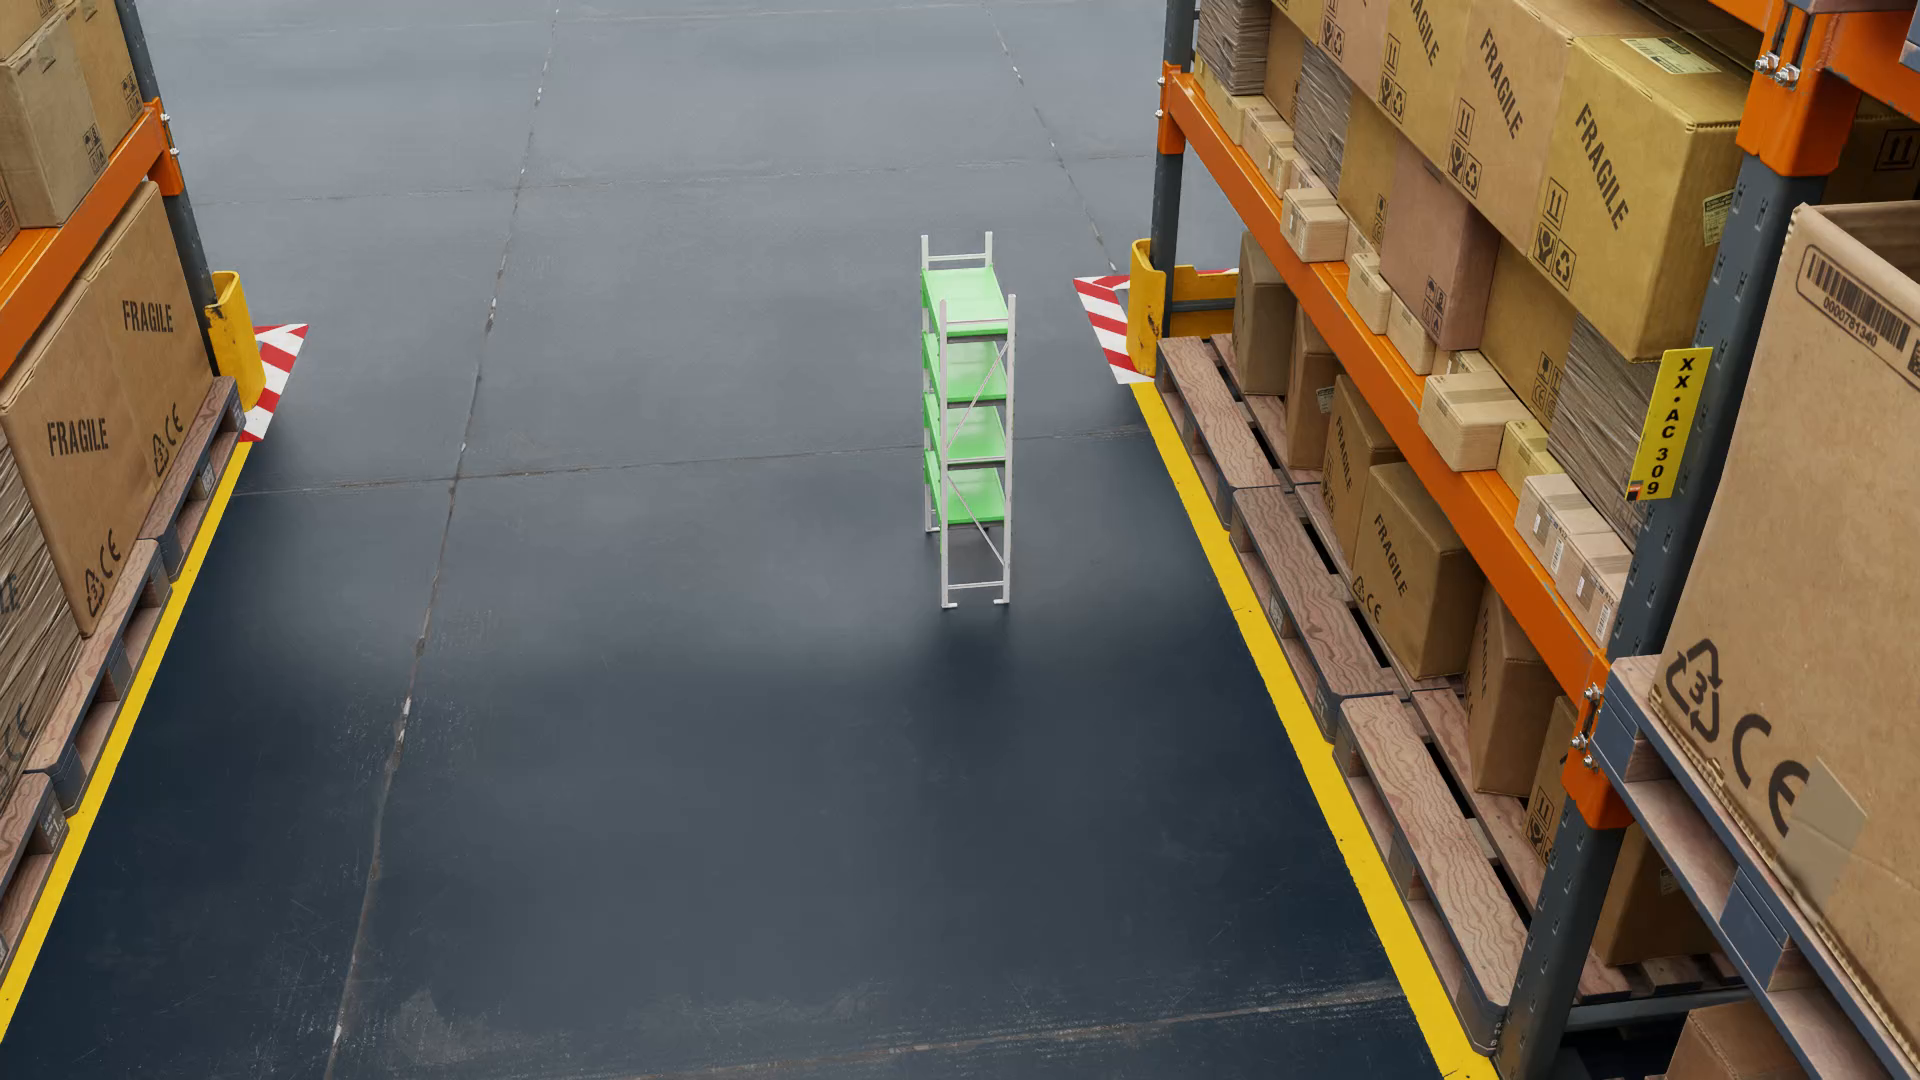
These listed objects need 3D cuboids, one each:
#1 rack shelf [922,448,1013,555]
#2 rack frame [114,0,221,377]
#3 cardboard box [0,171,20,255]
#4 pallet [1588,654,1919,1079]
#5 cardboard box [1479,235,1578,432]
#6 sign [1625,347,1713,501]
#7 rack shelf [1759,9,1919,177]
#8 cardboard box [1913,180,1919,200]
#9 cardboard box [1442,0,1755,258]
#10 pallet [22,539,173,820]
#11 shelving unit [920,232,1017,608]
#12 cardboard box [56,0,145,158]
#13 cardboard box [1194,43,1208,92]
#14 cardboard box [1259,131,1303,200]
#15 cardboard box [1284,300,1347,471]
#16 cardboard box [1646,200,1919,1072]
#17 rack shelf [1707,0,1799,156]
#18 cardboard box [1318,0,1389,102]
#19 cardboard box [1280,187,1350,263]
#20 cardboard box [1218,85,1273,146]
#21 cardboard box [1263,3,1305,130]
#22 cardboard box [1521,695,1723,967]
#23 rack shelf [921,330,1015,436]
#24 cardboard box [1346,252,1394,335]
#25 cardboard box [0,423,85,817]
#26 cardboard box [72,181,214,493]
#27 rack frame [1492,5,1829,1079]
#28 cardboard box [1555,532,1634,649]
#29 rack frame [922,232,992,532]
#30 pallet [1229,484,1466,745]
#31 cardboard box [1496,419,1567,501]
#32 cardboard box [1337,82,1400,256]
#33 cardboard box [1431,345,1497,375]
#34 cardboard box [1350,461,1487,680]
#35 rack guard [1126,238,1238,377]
[{"bbox_3d":[0.022,-0.152,5.948,0.258,0.148,0.480,-4,35,-6],"label":"rack shelf"},{"bbox_3d":[-3.593,-1.815,6.250,1.000,3.000,0.127,-4,35,-6],"label":"rack frame"},{"bbox_3d":[-3.452,-1.046,4.988,0.875,0.550,0.550,-4,35,-6],"label":"cardboard box"},{"bbox_3d":[1.832,0.615,2.855,1.003,0.211,1.213,-4,35,-6],"label":"pallet"},{"bbox_3d":[1.842,-0.604,4.120,0.875,0.500,0.500,-4,35,-6],"label":"cardboard box"},{"bbox_3d":[1.337,-0.215,3.133,0.100,0.325,0.005,-4,35,-6],"label":"sign"},{"bbox_3d":[2.142,0.272,1.163,1.077,0.370,4.000,-4,35,-6],"label":"rack shelf"},{"bbox_3d":[2.065,-0.750,3.446,0.500,0.500,0.500,-4,35,-6],"label":"cardboard box"},{"bbox_3d":[1.471,-0.989,3.797,0.500,0.500,0.500,-4,35,-6],"label":"cardboard box"},{"bbox_3d":[-3.247,0.457,5.392,1.003,0.211,1.213,-4,35,-6],"label":"pallet"},{"bbox_3d":[0.022,-0.403,5.777,0.258,1.200,0.503,-4,35,-6],"label":"shelving unit"},{"bbox_3d":[-3.498,-1.673,5.909,0.875,0.550,0.550,-4,35,-6],"label":"cardboard box"},{"bbox_3d":[1.137,-1.853,6.529,0.380,0.149,0.250,-4,35,-6],"label":"cardboard box"},{"bbox_3d":[1.251,-1.294,5.708,0.380,0.149,0.250,-4,35,-6],"label":"cardboard box"},{"bbox_3d":[1.517,-0.594,6.305,0.500,0.500,0.500,4,35,6],"label":"cardboard box"},{"bbox_3d":[1.841,0.130,2.490,1.000,1.000,1.000,-4,34,-6],"label":"cardboard box"},{"bbox_3d":[1.604,-1.961,4.439,1.077,0.370,4.000,-4,35,-6],"label":"rack shelf"},{"bbox_3d":[1.341,-1.547,4.616,0.500,0.500,0.500,-4,35,-6],"label":"cardboard box"},{"bbox_3d":[1.243,-1.009,5.290,0.380,0.149,0.250,-4,35,-6],"label":"cardboard box"},{"bbox_3d":[1.171,-1.572,6.116,0.380,0.149,0.250,-4,35,-6],"label":"cardboard box"},{"bbox_3d":[1.568,-1.720,5.757,0.875,0.500,0.500,-4,35,-6],"label":"cardboard box"},{"bbox_3d":[1.859,0.731,4.361,0.500,0.500,0.500,-5,35,-8],"label":"cardboard box"},{"bbox_3d":[0.022,-0.549,5.677,0.258,0.148,0.480,-4,35,-6],"label":"rack shelf"},{"bbox_3d":[1.366,-0.734,4.887,0.380,0.149,0.250,-4,35,-6],"label":"cardboard box"},{"bbox_3d":[-3.196,0.262,4.715,0.875,0.875,0.875,-4,34,-6],"label":"cardboard box"},{"bbox_3d":[-3.437,-0.737,6.182,0.875,0.875,0.875,-4,34,-6],"label":"cardboard box"},{"bbox_3d":[1.873,0.098,3.443,1.000,3.000,0.127,-4,35,-6],"label":"rack frame"},{"bbox_3d":[1.553,0.104,3.657,0.380,0.149,0.250,-4,35,-6],"label":"cardboard box"},{"bbox_3d":[-0.011,-0.540,5.976,0.240,1.200,0.015,-4,35,-6],"label":"rack frame"},{"bbox_3d":[1.580,0.196,5.775,1.003,0.211,1.213,-4,35,-6],"label":"pallet"},{"bbox_3d":[1.555,-0.180,4.074,0.380,0.149,0.250,-4,35,-6],"label":"cardboard box"},{"bbox_3d":[1.648,-1.158,4.932,0.875,0.500,0.500,-4,35,-6],"label":"cardboard box"},{"bbox_3d":[1.508,-0.461,4.486,0.380,0.149,0.250,-4,35,-6],"label":"cardboard box"},{"bbox_3d":[1.613,0.071,5.328,0.500,0.500,0.500,-7,35,-11],"label":"cardboard box"},{"bbox_3d":[1.345,-1.059,7.360,1.175,0.500,0.348,-4,35,-6],"label":"rack guard"}]
